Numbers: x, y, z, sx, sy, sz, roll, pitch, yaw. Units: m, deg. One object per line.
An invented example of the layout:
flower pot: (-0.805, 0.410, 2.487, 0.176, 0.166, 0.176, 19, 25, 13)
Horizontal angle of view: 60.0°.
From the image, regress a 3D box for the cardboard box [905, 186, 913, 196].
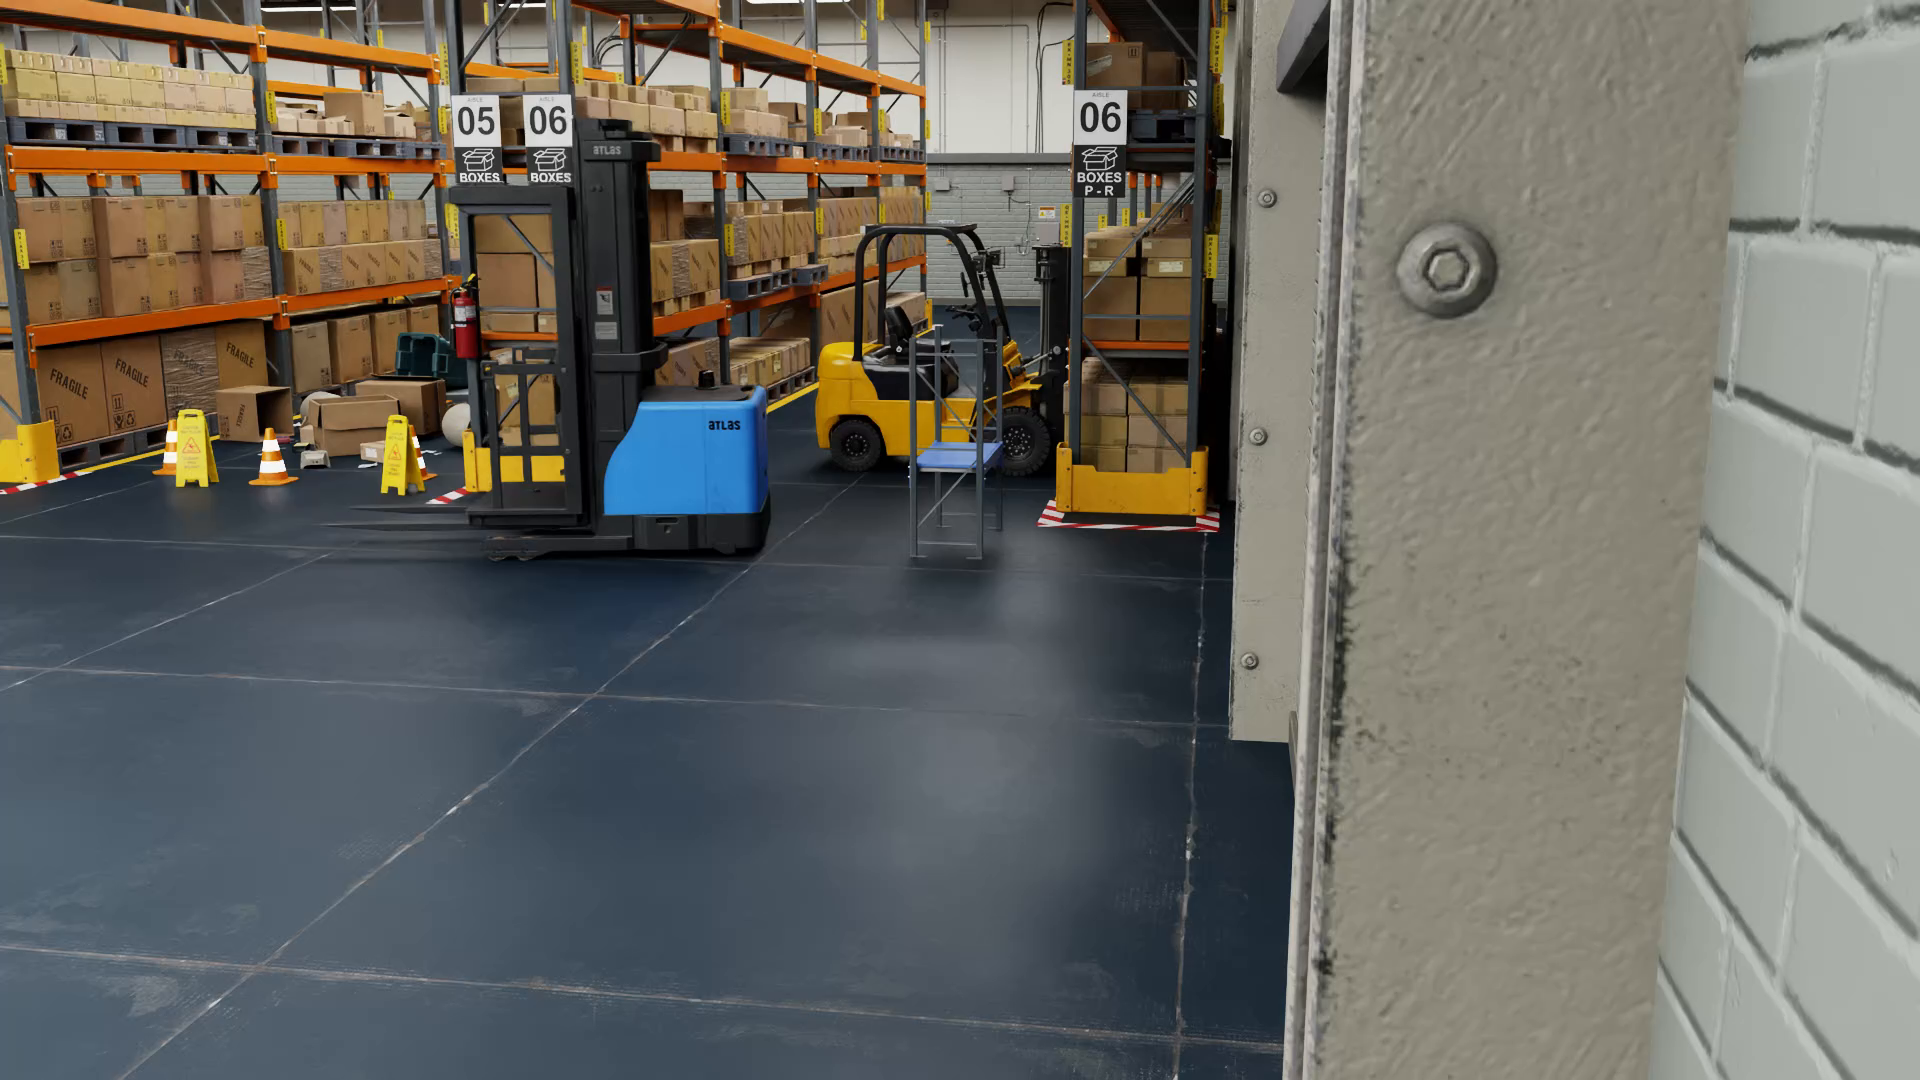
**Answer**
cardboard box: (-0.999, -5.815, 27.704, 0.380, 0.149, 0.250, 2, 12, 10)

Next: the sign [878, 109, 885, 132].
sign: (-1.168, -6.227, 24.674, 0.100, 0.325, 0.005, 2, 12, 9)

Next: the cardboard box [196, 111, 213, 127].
cardboard box: (-7.699, -4.196, 16.584, 0.380, 0.149, 0.250, 2, 12, 9)

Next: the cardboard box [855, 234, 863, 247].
cardboard box: (-1.676, -4.229, 23.665, 0.500, 0.250, 0.500, 2, 12, 10)

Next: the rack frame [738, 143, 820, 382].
rack frame: (-2.321, -3.537, 21.286, 1.000, 3.000, 0.127, 2, 12, 9)

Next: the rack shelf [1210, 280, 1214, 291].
rack shelf: (2.892, -3.442, 22.551, 1.077, 0.370, 4.000, 2, 12, 9)

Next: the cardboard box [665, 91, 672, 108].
cardboard box: (-2.902, -4.092, 15.446, 0.380, 0.149, 0.250, 2, 12, 9)

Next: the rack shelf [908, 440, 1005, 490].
rack shelf: (-0.013, -0.540, 11.791, 0.538, 0.185, 1.000, 2, 12, 9)

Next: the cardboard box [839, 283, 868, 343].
cardboard box: (-1.853, -3.216, 23.845, 0.875, 0.875, 0.875, 2, 12, 10)

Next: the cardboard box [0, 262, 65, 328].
cardboard box: (-8.445, -2.163, 14.555, 0.875, 0.550, 0.550, 2, 12, 9)

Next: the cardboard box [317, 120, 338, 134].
cardboard box: (-7.370, -4.725, 19.039, 0.380, 0.149, 0.250, 2, 12, 9)

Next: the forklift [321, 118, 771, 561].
forklift: (-2.894, -1.404, 11.551, 3.031, 2.935, 1.130, -1, 12, -3)

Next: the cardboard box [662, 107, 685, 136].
cardboard box: (-2.907, -3.931, 15.645, 0.500, 0.250, 0.500, 2, 12, 8)

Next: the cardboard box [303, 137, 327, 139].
cardboard box: (-11.129, -6.841, 28.026, 0.700, 0.500, 0.500, 2, 12, 11)

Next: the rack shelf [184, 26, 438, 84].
rack shelf: (-7.535, -5.646, 19.487, 1.077, 0.370, 4.000, 2, 12, 9)

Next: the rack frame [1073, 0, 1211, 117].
rack frame: (1.354, -4.644, 12.184, 1.000, 3.000, 0.127, 2, 12, 9)

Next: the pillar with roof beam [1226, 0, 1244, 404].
pillar with roof beam: (-0.979, -6.149, 19.164, 9.100, 9.000, 0.400, 2, 12, 9)

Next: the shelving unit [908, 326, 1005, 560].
shelving unit: (-0.013, -0.715, 11.753, 0.538, 1.500, 1.048, 2, 12, 9)

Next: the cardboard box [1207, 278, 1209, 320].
cardboard box: (2.018, -2.281, 15.220, 0.500, 0.500, 0.500, 2, 12, 7)

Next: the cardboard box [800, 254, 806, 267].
cardboard box: (-2.103, -3.432, 20.396, 0.380, 0.149, 0.250, 2, 12, 8)

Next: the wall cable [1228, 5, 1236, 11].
wall cable: (5.948, -11.827, 32.312, 2.988, 3.039, 0.133, 2, 12, 9)

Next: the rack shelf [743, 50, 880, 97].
rack shelf: (-2.013, -6.339, 22.704, 1.077, 0.370, 4.000, 2, 12, 9)

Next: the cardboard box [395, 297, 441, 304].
cardboard box: (-7.381, -3.177, 22.773, 0.500, 0.250, 0.500, 2, 12, 7)

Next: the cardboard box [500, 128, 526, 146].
cardboard box: (-3.772, -3.299, 13.656, 0.380, 0.149, 0.250, 2, 12, 9)

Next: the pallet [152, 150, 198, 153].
pallet: (-11.897, -5.601, 24.190, 1.003, 0.211, 1.213, 2, 12, 11)

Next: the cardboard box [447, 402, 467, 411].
cardboard box: (-5.182, -1.268, 17.246, 0.258, 0.266, 0.396, -7, 14, -30)

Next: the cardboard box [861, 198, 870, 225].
cardboard box: (-1.598, -4.698, 24.064, 0.500, 0.500, 0.500, 2, 12, 10)

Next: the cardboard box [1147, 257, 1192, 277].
cardboard box: (1.663, -2.140, 13.026, 0.380, 0.149, 0.250, 2, 12, 7)

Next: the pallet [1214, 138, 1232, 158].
pallet: (2.569, -4.607, 19.578, 1.213, 0.211, 1.003, 2, 12, 11)

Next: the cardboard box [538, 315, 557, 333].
cardboard box: (-3.294, -1.813, 13.882, 0.380, 0.149, 0.250, 2, 12, 9)

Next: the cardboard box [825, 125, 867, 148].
cardboard box: (-1.633, -5.808, 23.916, 0.500, 0.311, 0.500, 2, 12, 9)

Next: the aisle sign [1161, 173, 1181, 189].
aisle sign: (3.535, -6.337, 28.107, 0.394, 0.787, 0.004, 2, 12, 9)

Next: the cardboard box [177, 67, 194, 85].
cardboard box: (-7.739, -4.534, 16.260, 0.380, 0.149, 0.250, 2, 12, 9)

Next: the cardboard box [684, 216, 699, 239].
cardboard box: (-3.092, -3.208, 17.817, 0.500, 0.500, 0.500, 2, 12, 8)

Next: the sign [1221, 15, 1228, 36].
sign: (4.360, -8.487, 27.420, 0.100, 0.325, 0.005, 2, 12, 9)

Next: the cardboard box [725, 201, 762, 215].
cardboard box: (-2.449, -3.737, 18.734, 0.380, 0.149, 0.250, 3, 12, 12)

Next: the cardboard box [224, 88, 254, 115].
cardboard box: (-7.665, -4.526, 17.168, 0.500, 0.250, 0.500, 2, 12, 8)

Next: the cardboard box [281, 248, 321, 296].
cardboard box: (-7.496, -2.993, 18.526, 0.500, 0.500, 0.500, 2, 12, 9)

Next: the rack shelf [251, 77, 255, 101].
rack shelf: (-11.805, -6.660, 24.194, 1.077, 0.370, 4.000, 2, 12, 9)

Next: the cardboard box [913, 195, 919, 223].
cardboard box: (-0.981, -5.522, 27.887, 0.500, 0.500, 0.500, 2, 12, 9)

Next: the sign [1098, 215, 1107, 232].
sign: (1.432, -3.087, 16.638, 0.100, 0.325, 0.005, 2, 12, 9)

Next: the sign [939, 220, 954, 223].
sign: (-0.284, -6.523, 34.501, 0.327, 0.218, 0.001, 2, 12, 9)

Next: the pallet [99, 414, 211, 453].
pallet: (-8.222, -1.070, 16.458, 1.003, 0.211, 1.213, 2, 12, 9)

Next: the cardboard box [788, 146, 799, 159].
cardboard box: (-2.192, -4.756, 20.419, 0.380, 0.149, 0.250, 2, 12, 9)

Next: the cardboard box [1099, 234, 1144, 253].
cardboard box: (1.334, -2.462, 13.812, 0.380, 0.149, 0.250, 2, 12, 9)

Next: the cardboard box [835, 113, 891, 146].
cardboard box: (-1.530, -6.422, 26.075, 0.797, 0.503, 0.637, 3, 12, 13)

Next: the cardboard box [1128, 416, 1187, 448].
cardboard box: (1.632, -0.908, 13.432, 0.500, 0.250, 0.500, 2, 12, 10)

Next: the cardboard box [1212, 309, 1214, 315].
cardboard box: (3.416, -3.081, 24.107, 0.500, 0.500, 0.500, 2, 12, 8)

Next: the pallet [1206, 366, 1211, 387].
pallet: (2.737, -2.168, 21.553, 1.003, 0.211, 1.213, 2, 12, 9)

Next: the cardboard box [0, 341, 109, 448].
cardboard box: (-8.419, -1.321, 15.050, 0.875, 0.875, 0.875, 2, 12, 9)

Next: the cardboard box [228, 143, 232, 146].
cardboard box: (-11.577, -6.290, 25.707, 0.700, 0.500, 0.500, 2, 12, 10)

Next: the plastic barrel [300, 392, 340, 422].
plastic barrel: (-6.501, -1.298, 17.014, 0.421, 0.421, 0.512, -10, 16, -40)

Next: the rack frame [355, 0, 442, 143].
rack frame: (-7.227, -6.609, 21.301, 1.000, 3.000, 0.127, 2, 12, 9)
